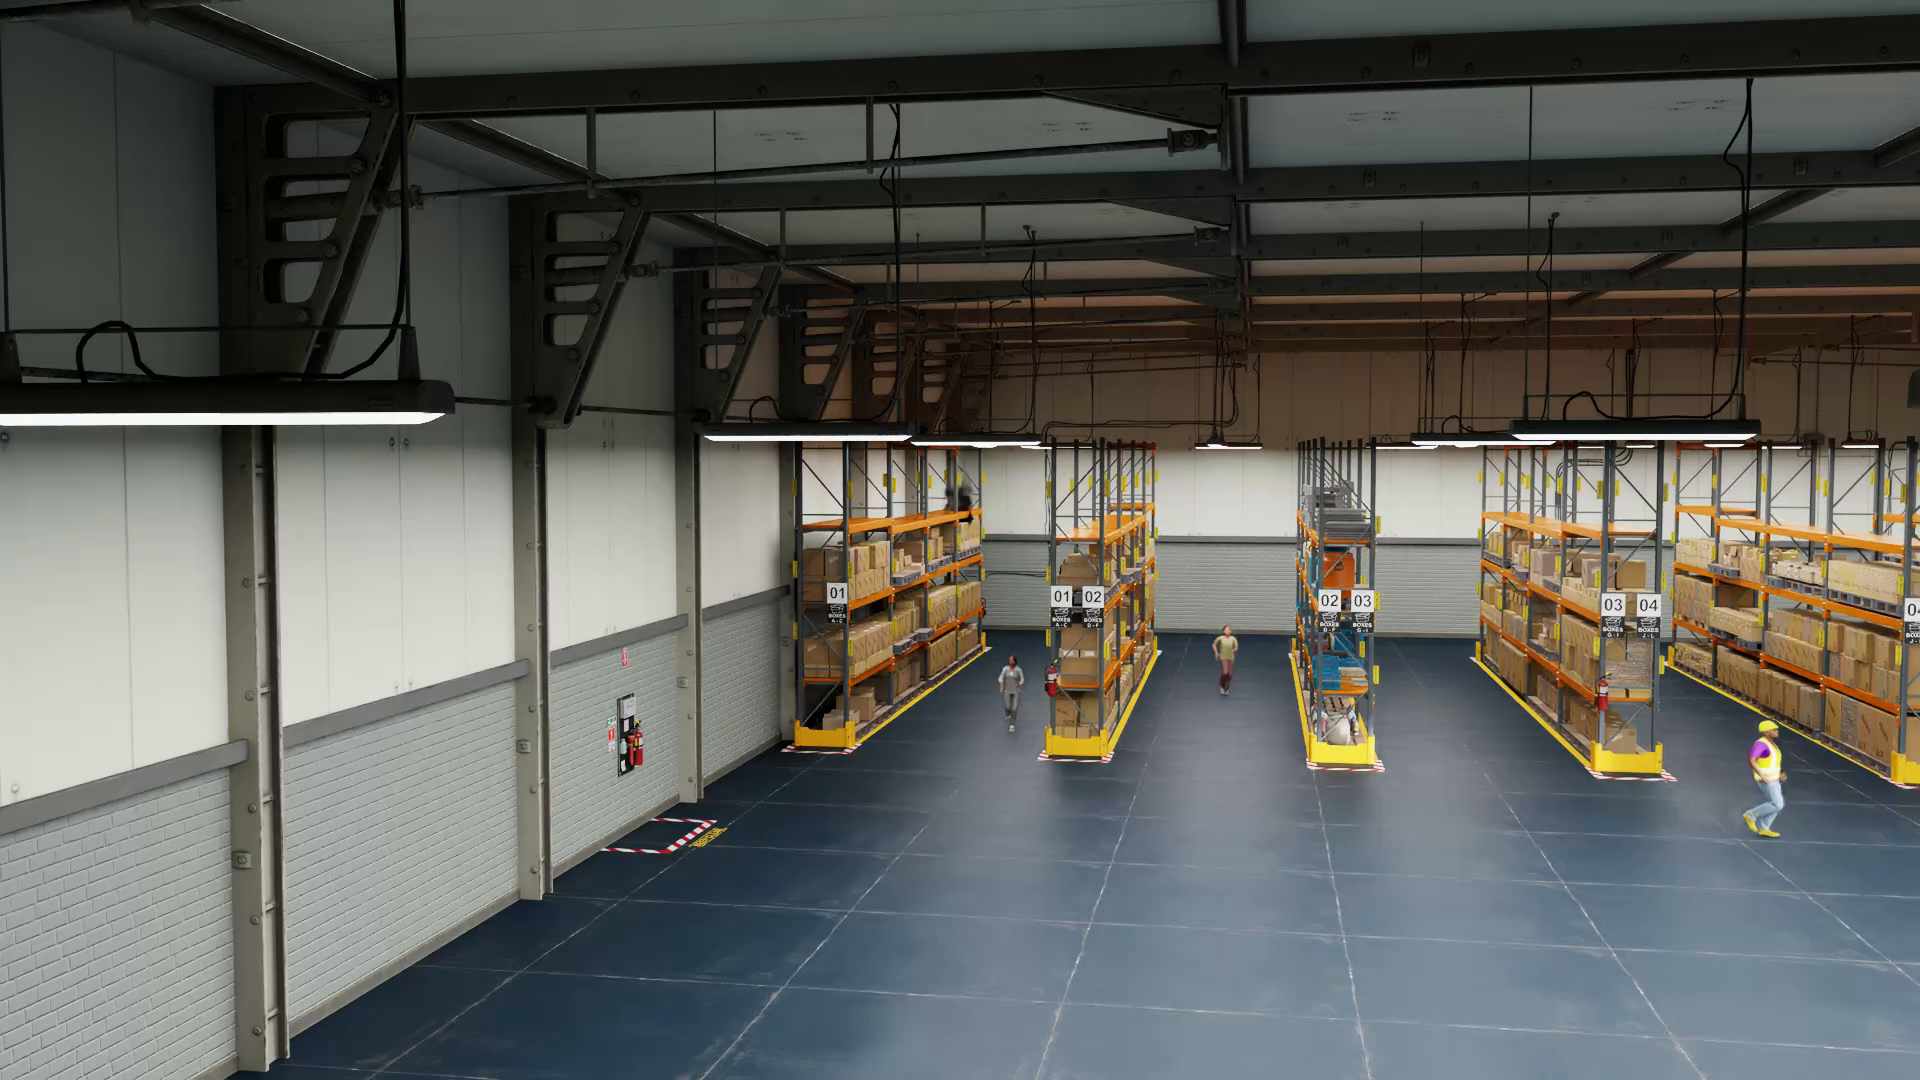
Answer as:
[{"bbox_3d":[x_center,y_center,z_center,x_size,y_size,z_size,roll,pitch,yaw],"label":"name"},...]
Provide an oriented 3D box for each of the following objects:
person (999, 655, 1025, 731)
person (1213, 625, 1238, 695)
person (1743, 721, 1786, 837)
[{"bbox_3d":[1.055,3.150,34.120,0.536,1.547,0.535,0,3,4],"label":"person"},{"bbox_3d":[6.264,2.816,39.037,0.550,1.641,0.638,0,3,-7],"label":"person"},{"bbox_3d":[11.990,3.548,24.761,0.546,1.726,0.691,3,4,41],"label":"person"}]
